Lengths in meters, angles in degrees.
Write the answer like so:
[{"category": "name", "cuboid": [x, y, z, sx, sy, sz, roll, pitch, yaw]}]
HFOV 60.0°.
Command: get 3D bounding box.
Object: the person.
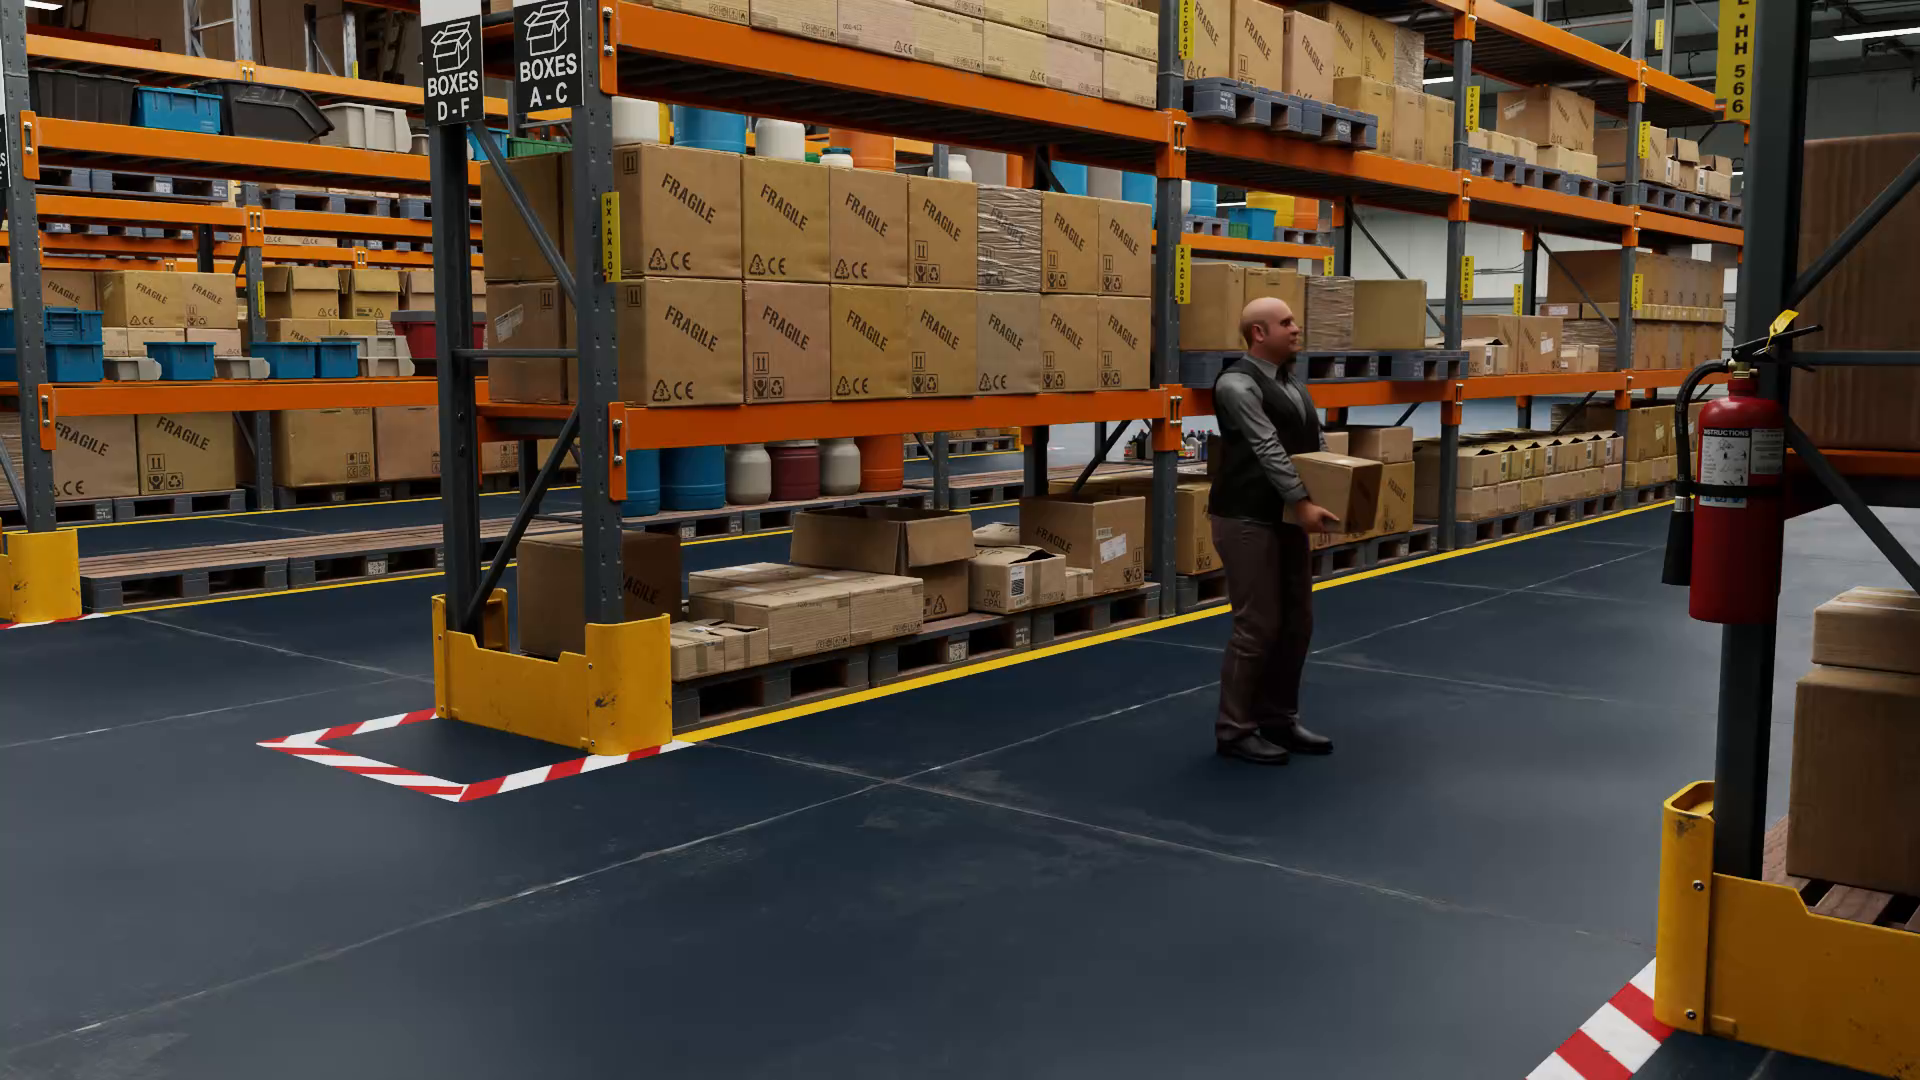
[{"category": "person", "cuboid": [1.231, -0.043, 6.227, 0.556, 1.720, 0.495, 5, 8, 38]}]
